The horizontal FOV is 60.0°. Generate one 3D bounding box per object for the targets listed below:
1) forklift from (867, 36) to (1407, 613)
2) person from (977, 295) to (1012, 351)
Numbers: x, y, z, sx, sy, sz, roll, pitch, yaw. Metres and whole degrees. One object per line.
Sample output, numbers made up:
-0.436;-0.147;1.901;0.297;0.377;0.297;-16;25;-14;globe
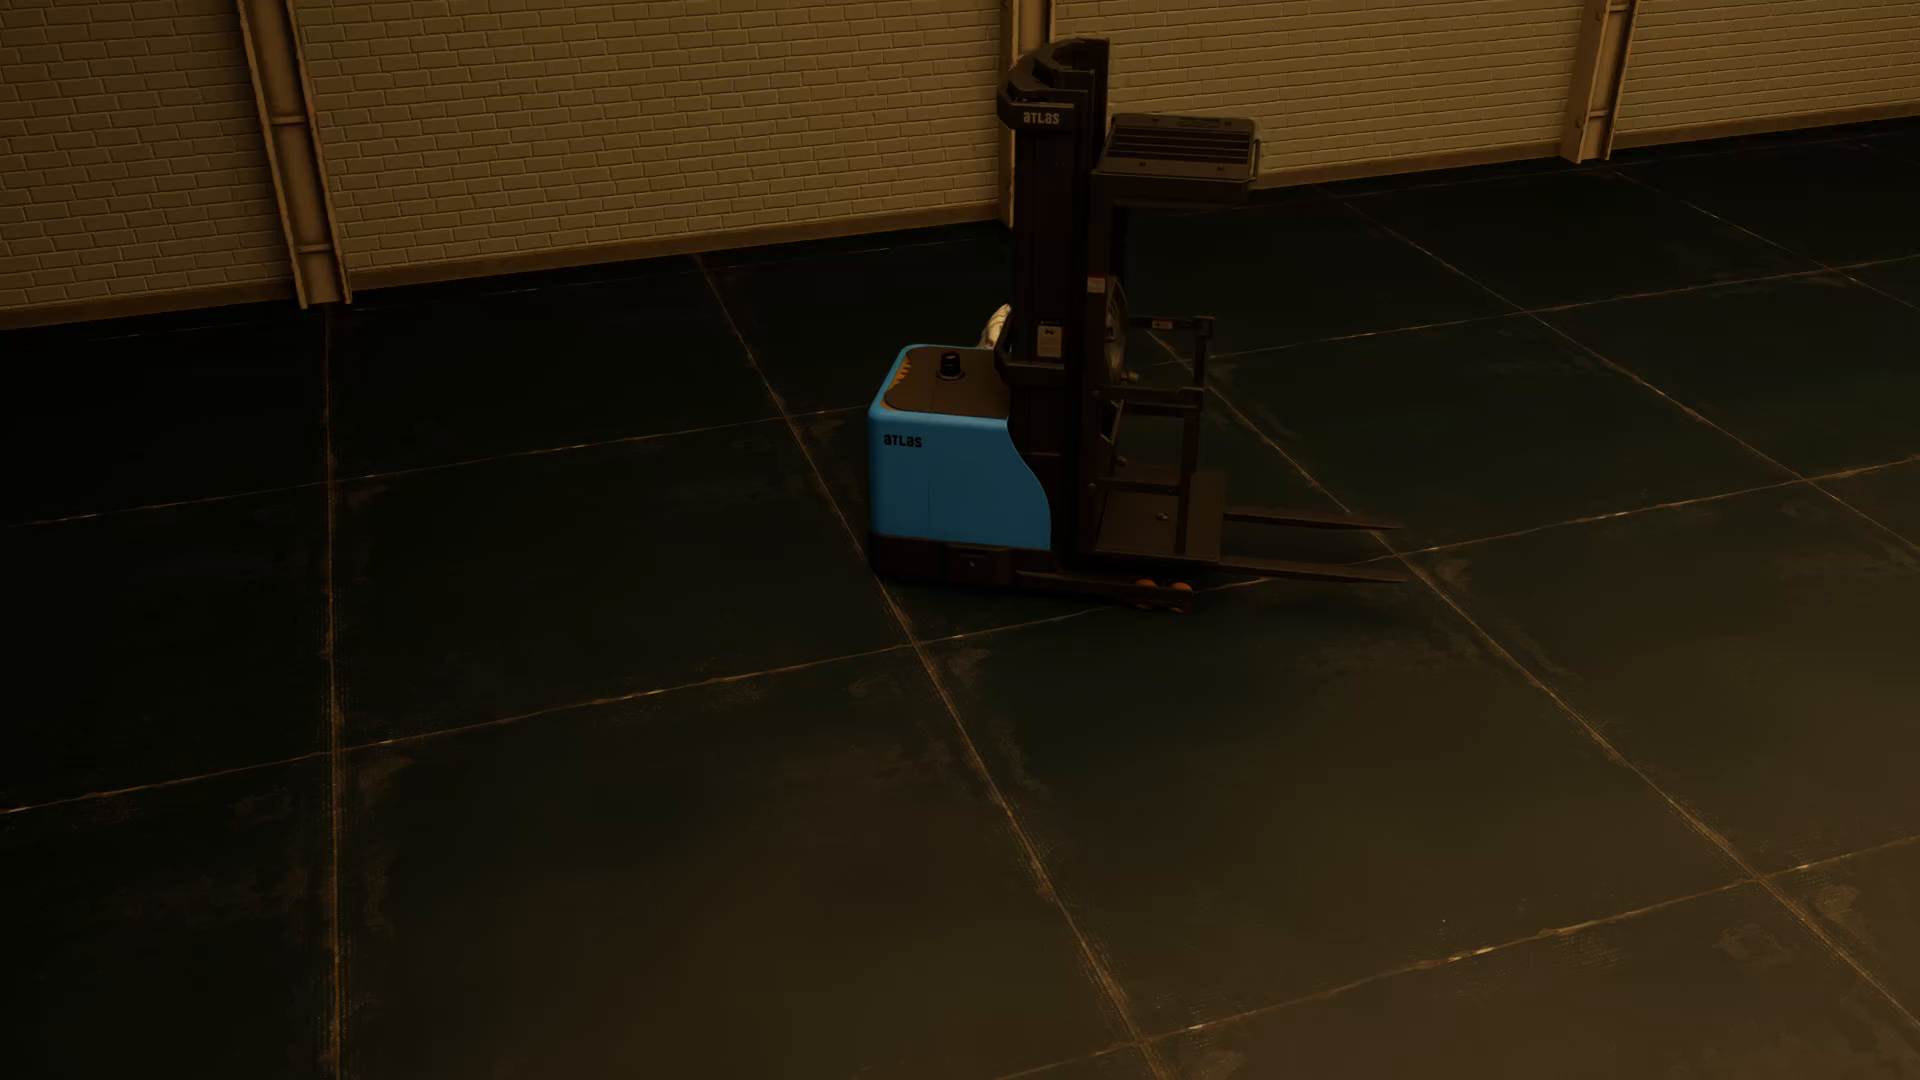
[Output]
1.043;-1.152;9.089;3.031;2.935;1.130;5;30;9;forklift
0.436;-1.007;10.477;0.717;1.352;1.330;21;36;32;person
